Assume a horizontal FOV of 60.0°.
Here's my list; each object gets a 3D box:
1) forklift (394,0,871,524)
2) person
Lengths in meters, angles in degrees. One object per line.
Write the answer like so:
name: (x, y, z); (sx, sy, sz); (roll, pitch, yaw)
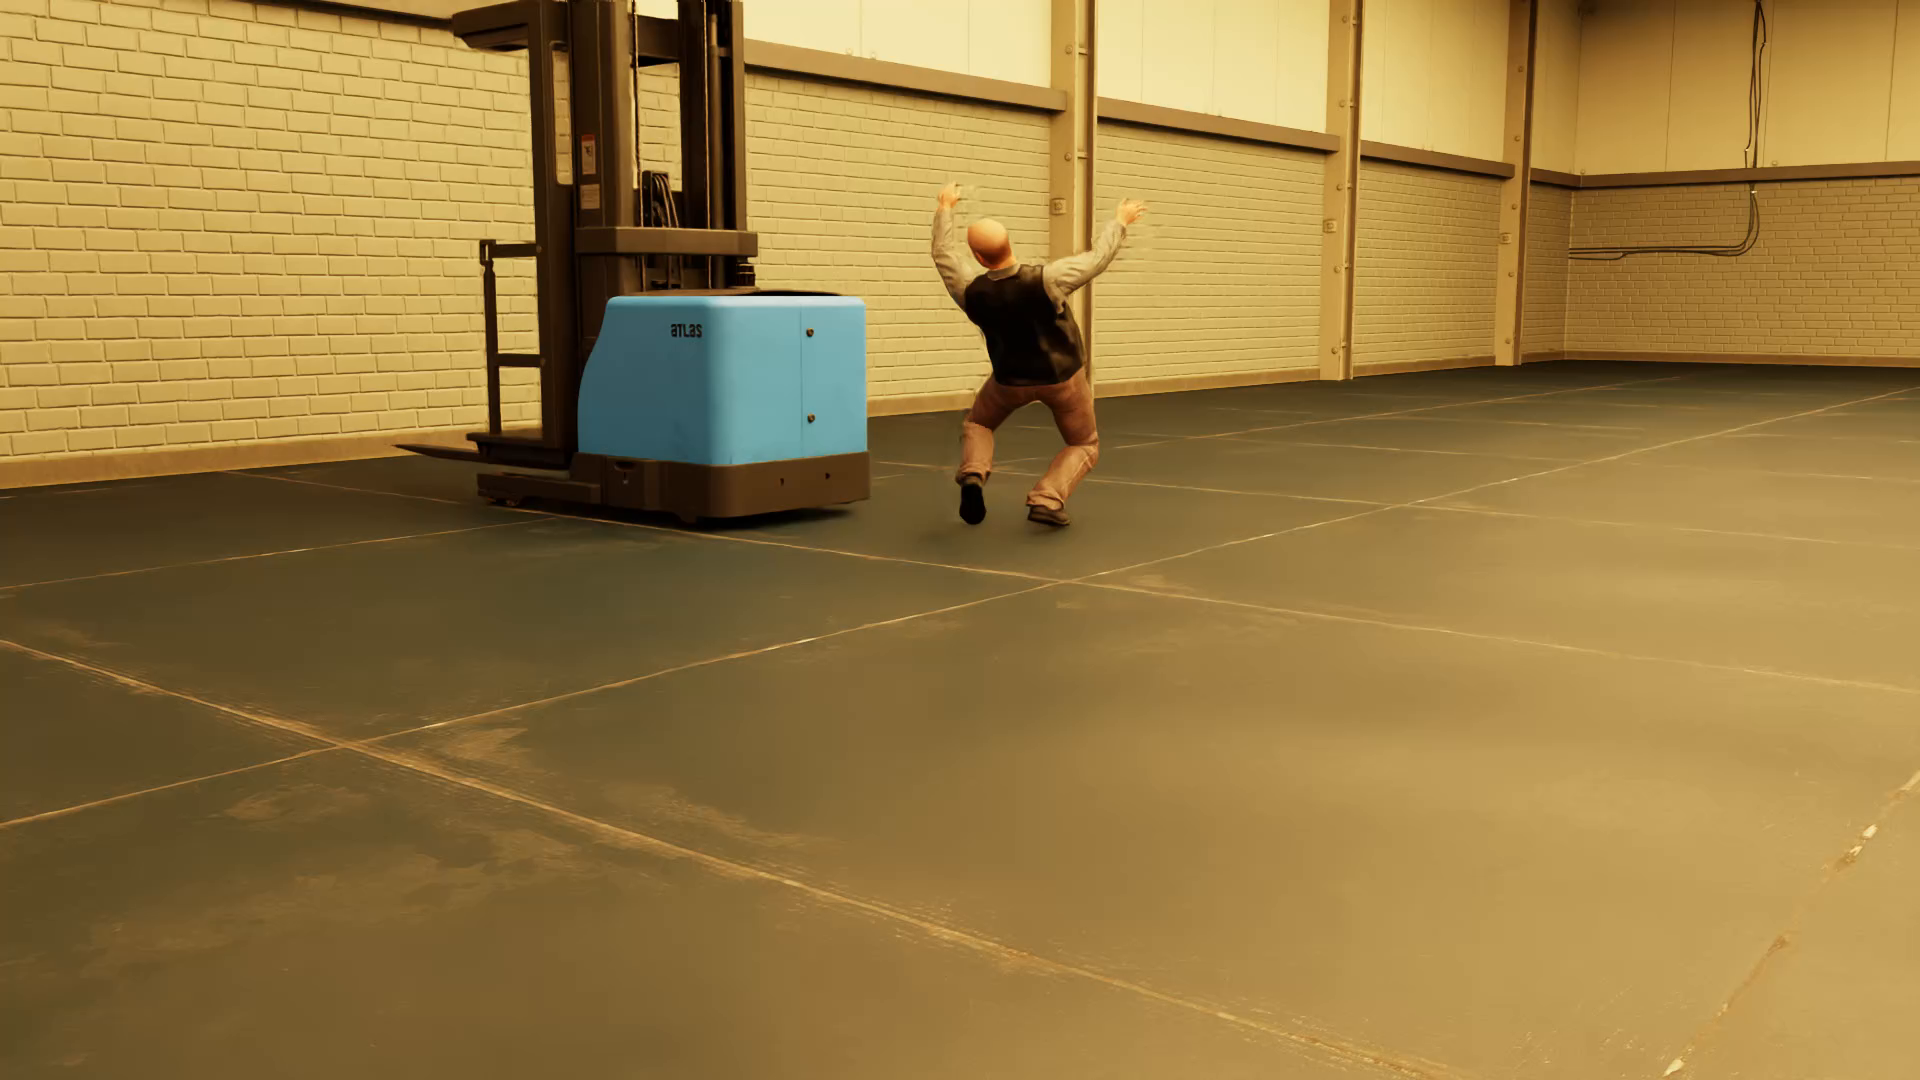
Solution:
forklift: (-1.899, -1.673, 8.714); (3.031, 2.935, 1.130); (7, 11, 40)
person: (0.321, -0.849, 7.637); (0.967, 1.612, 0.715); (3, 9, 17)
